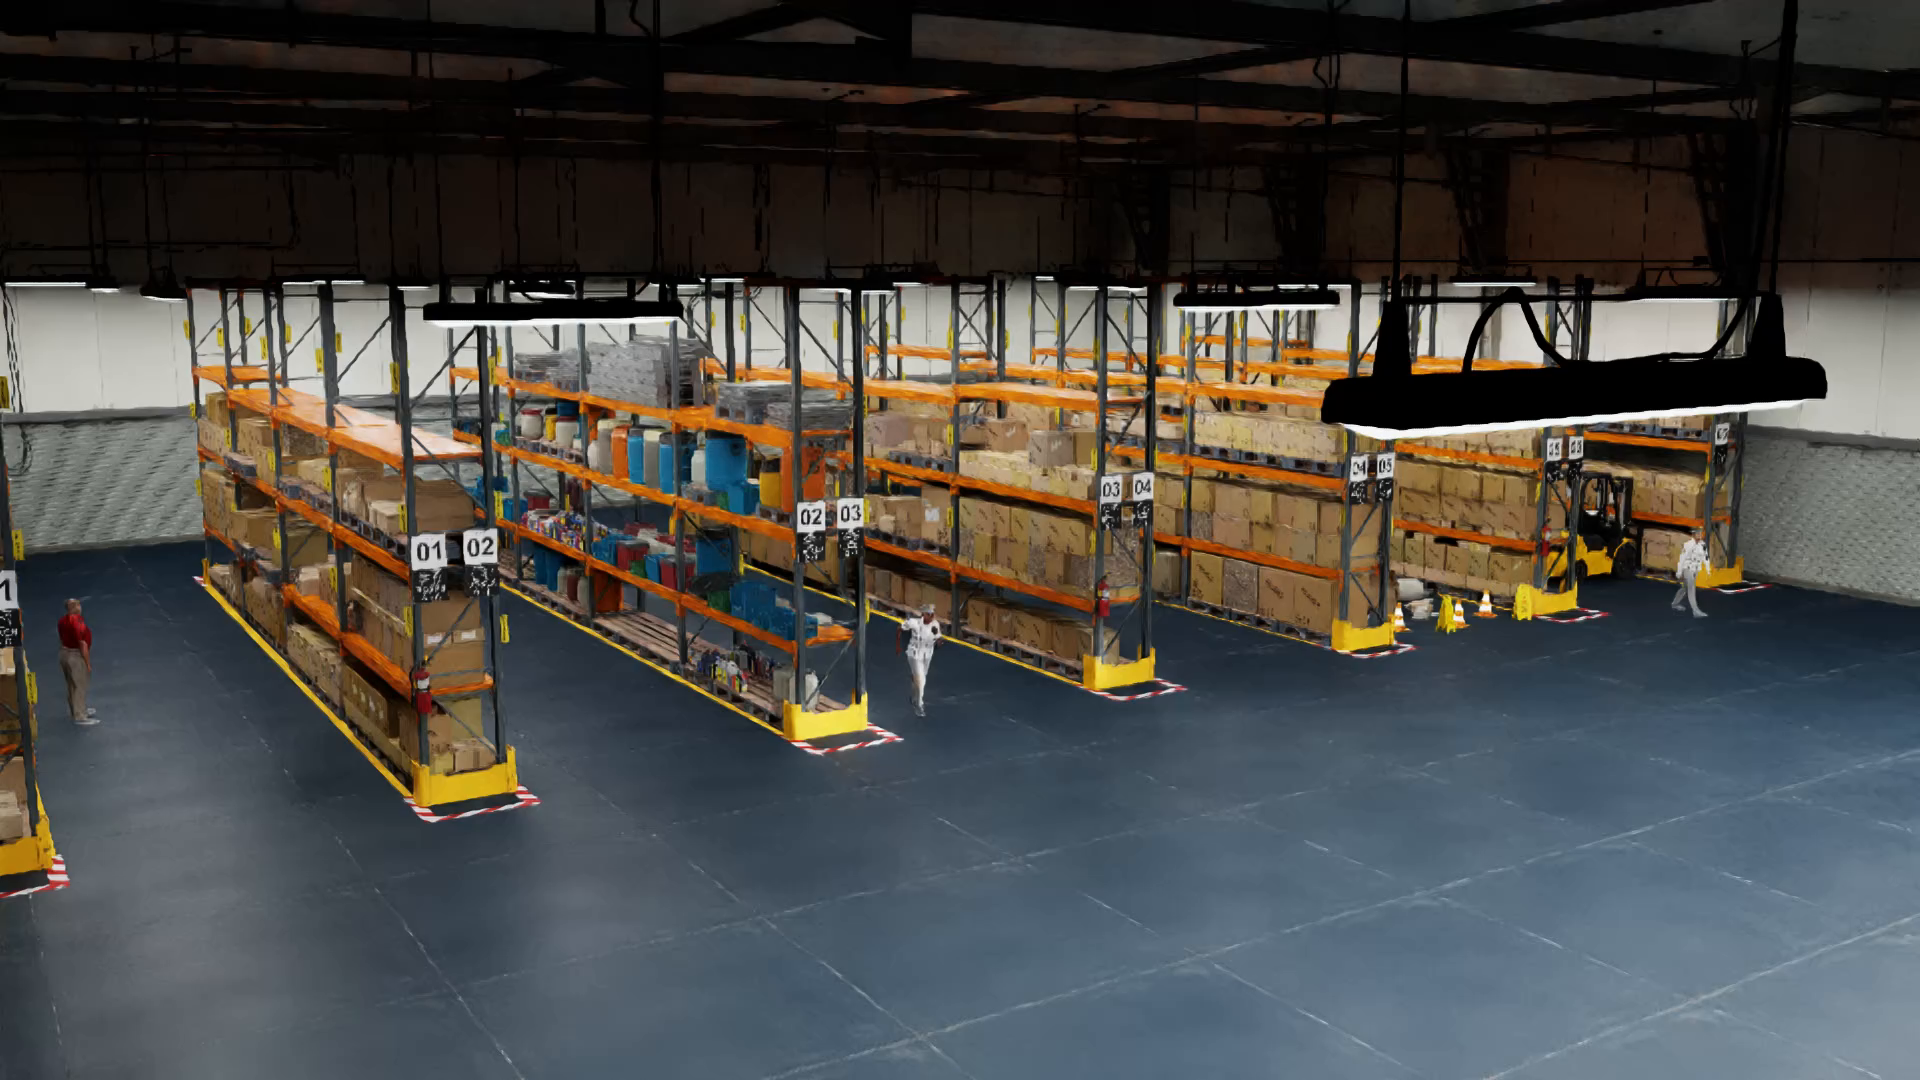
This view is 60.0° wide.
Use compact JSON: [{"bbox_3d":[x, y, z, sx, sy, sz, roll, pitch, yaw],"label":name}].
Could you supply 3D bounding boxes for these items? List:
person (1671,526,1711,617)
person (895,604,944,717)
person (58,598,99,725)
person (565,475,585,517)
[{"bbox_3d":[13.189,0.528,29.892,0.482,1.621,0.997,-4,10,-23],"label":"person"},{"bbox_3d":[-0.558,1.645,23.433,0.563,1.612,0.921,-7,12,-36],"label":"person"},{"bbox_3d":[-12.133,1.648,22.927,0.622,1.738,0.476,6,11,34],"label":"person"},{"bbox_3d":[-8.659,-0.845,37.810,0.598,1.698,1.193,-5,11,-29],"label":"person"}]
